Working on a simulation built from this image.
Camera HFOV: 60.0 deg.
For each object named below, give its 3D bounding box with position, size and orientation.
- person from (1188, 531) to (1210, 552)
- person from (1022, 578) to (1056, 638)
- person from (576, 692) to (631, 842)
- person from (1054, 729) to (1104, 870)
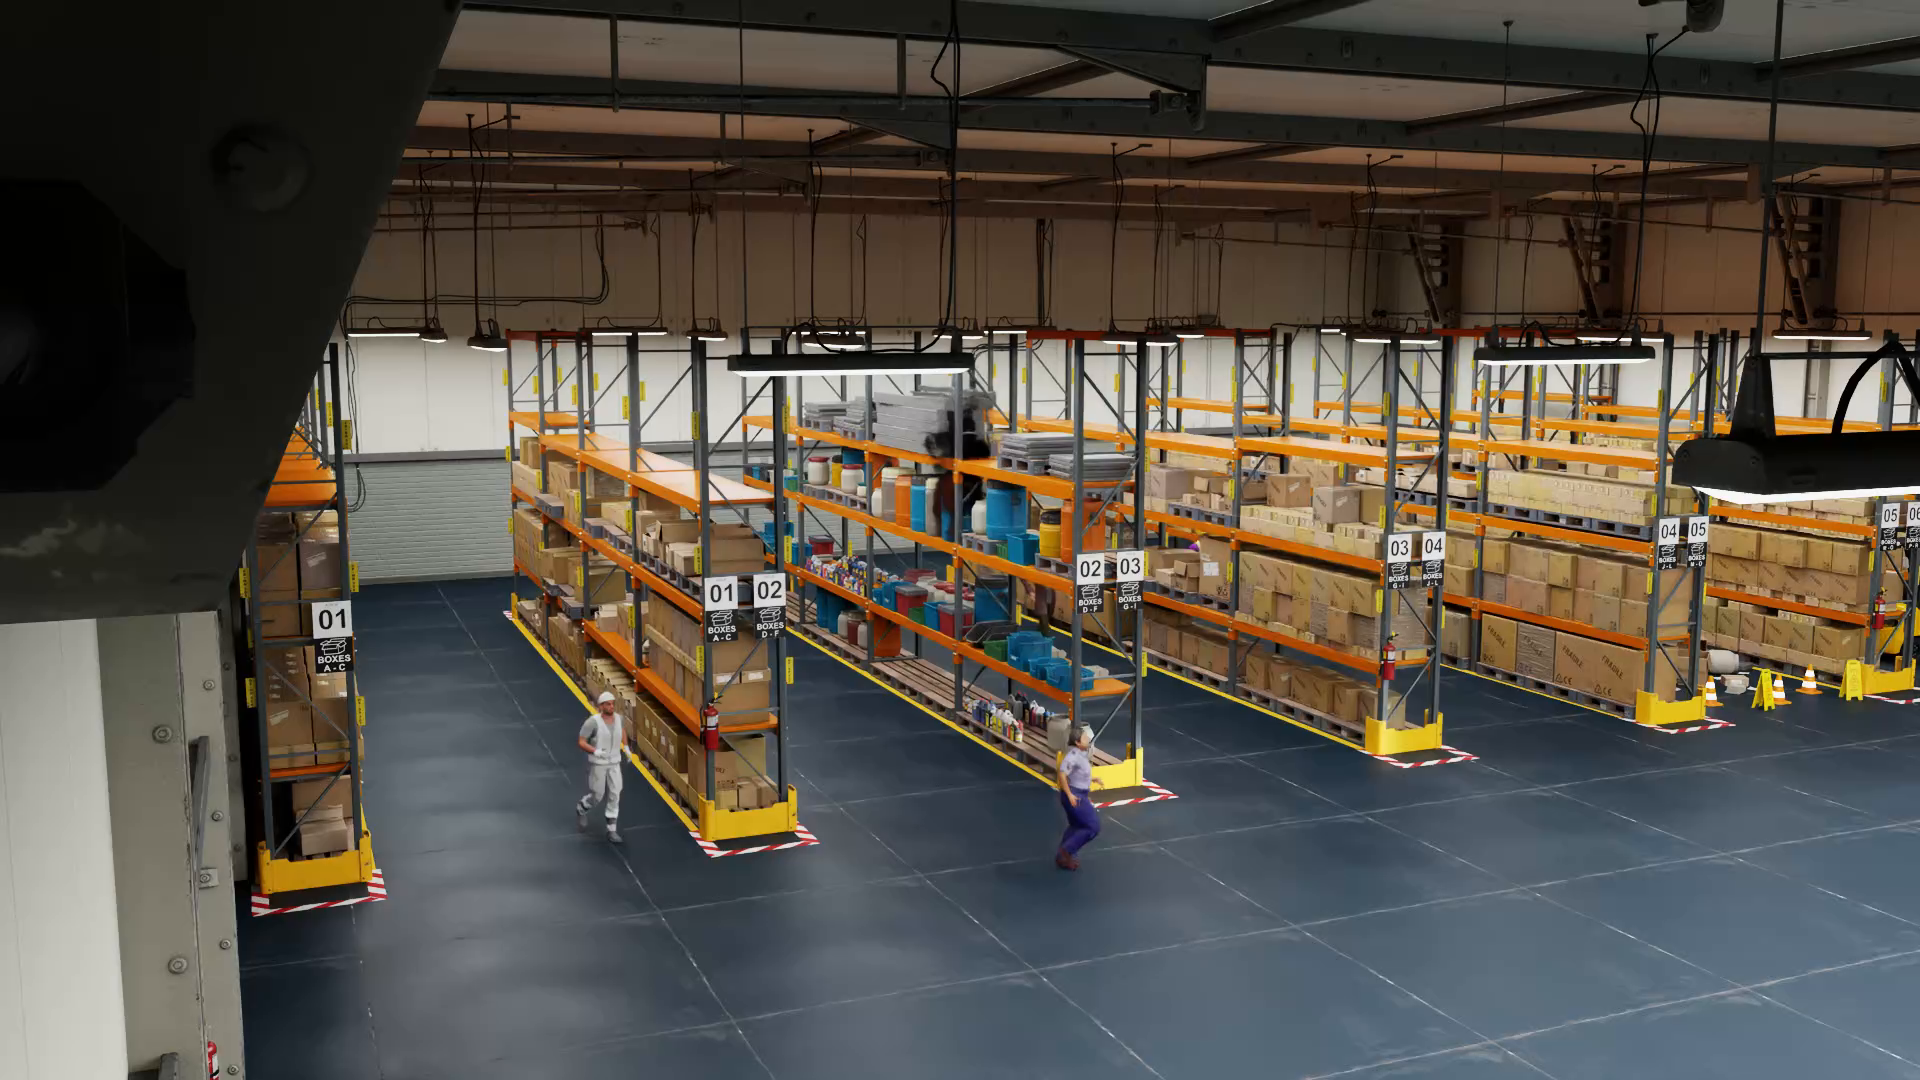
[{"bbox_3d":[5.214,0.628,35.453,0.709,1.747,0.972,-4,9,-26],"label":"person"},{"bbox_3d":[1.513,1.262,29.763,0.694,1.583,0.847,-4,9,-29],"label":"person"},{"bbox_3d":[-4.306,2.712,20.196,0.699,1.779,0.876,-7,10,-40],"label":"person"},{"bbox_3d":[1.373,3.048,19.035,0.564,1.425,0.612,0,8,2],"label":"person"}]
